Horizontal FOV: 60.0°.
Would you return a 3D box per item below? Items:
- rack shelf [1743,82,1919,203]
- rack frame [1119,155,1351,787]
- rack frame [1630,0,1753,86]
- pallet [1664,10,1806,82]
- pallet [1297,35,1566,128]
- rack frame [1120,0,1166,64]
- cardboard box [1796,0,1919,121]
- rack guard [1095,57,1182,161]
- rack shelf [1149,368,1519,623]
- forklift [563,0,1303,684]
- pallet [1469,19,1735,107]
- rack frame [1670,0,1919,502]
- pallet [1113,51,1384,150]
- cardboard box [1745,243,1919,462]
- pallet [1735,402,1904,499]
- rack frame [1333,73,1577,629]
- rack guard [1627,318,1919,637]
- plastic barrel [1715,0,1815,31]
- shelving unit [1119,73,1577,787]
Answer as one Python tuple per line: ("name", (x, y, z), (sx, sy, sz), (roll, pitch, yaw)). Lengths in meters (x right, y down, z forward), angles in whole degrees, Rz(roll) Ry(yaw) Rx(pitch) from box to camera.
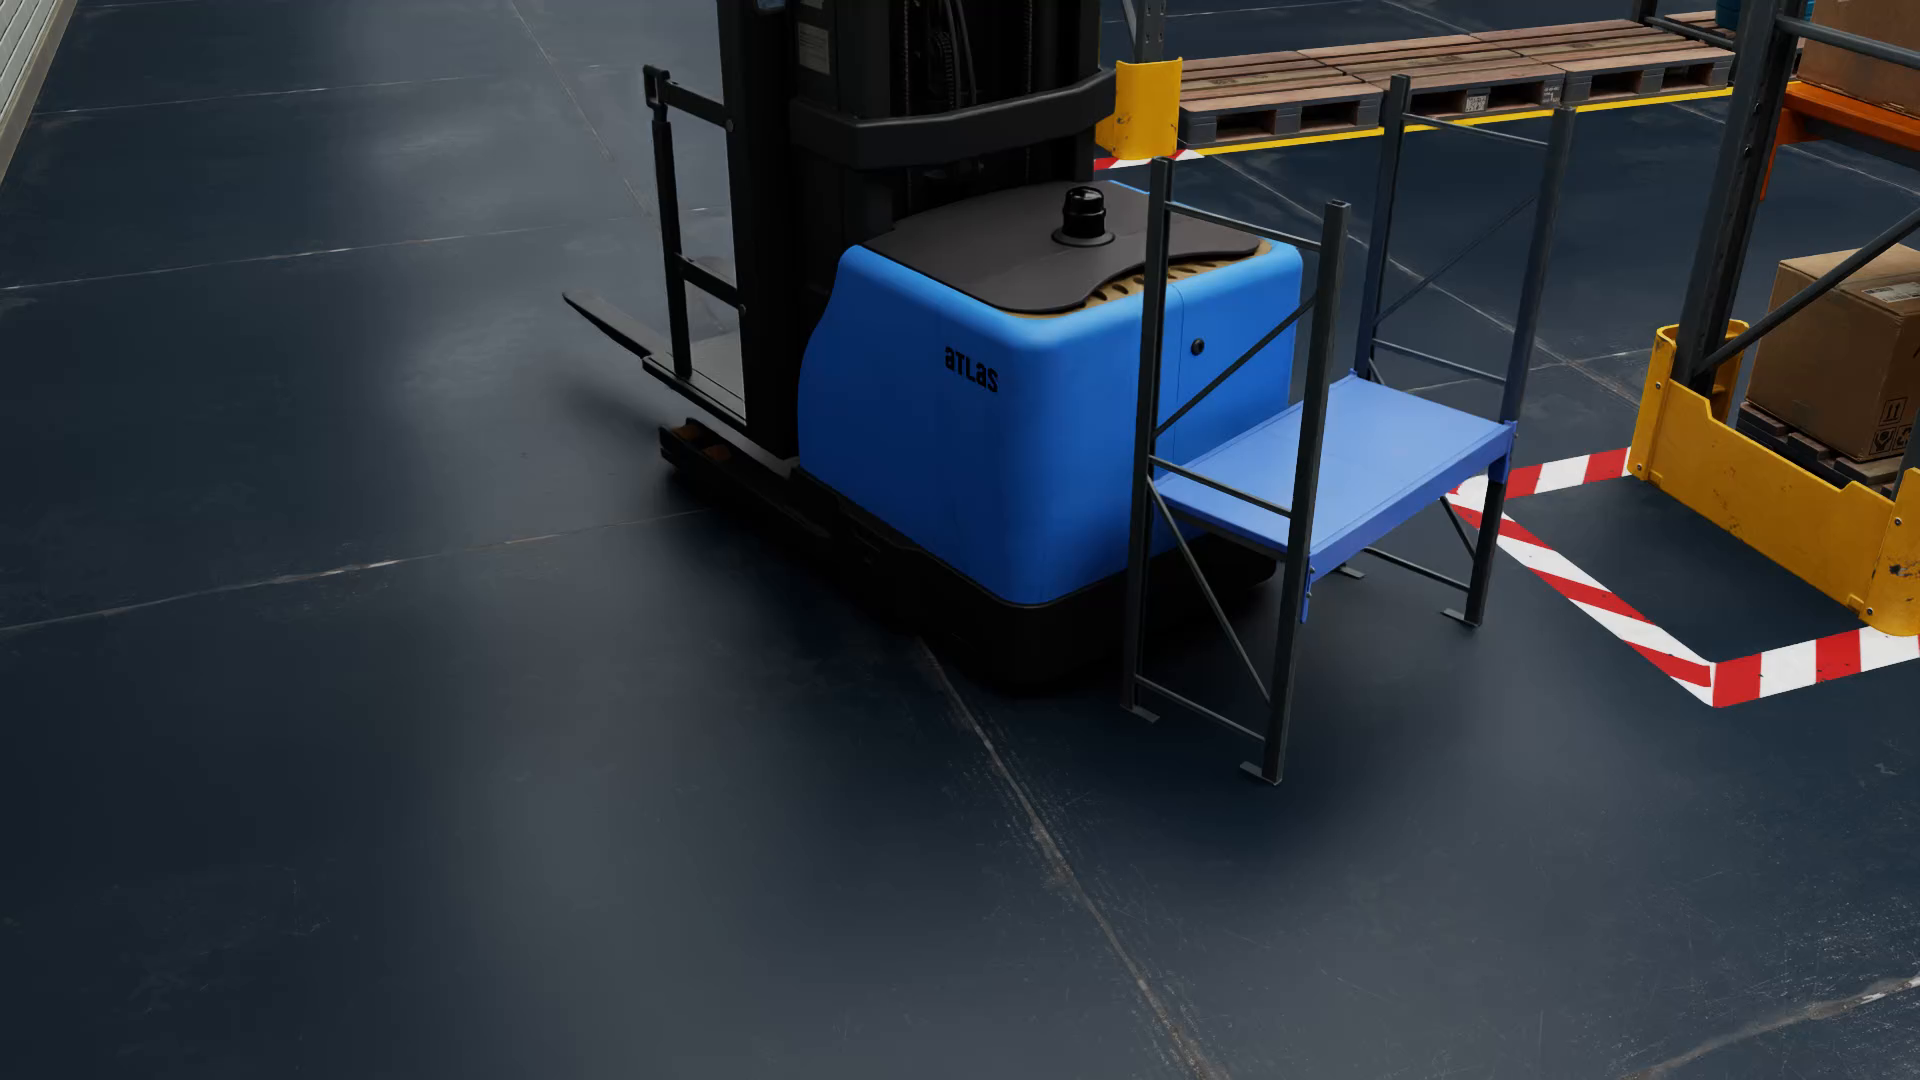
("rack shelf", (4.424, -1.337, 5.293), (4.000, 0.370, 1.077), (-10, 31, -18))
("rack frame", (0.619, -0.123, 3.951), (0.500, 1.500, 0.032), (25, 38, 37))
("rack frame", (4.575, -4.293, 9.756), (0.127, 3.000, 1.000), (-10, 31, -18))
("pallet", (5.313, -3.196, 10.646), (1.213, 0.211, 1.003), (-10, 31, -18))
("pallet", (2.754, -2.724, 9.819), (1.213, 0.211, 1.003), (-10, 31, -18))
("rack frame", (0.826, -3.603, 8.544), (0.127, 3.000, 1.000), (-10, 31, -18))
("cardboard box", (2.875, -1.551, 4.841), (0.500, 0.500, 0.500), (-9, 31, -16))
("rack guard", (0.808, -2.507, 9.145), (0.348, 0.500, 1.175), (-10, 31, -18))
("rack shelf", (0.970, -0.149, 4.360), (0.538, 0.185, 1.000), (25, 38, 37))
("forklift", (-0.358, -1.556, 5.020), (1.130, 2.935, 3.031), (-21, 36, -32))
("pallet", (3.899, -2.937, 10.192), (1.213, 0.211, 1.003), (-10, 31, -18))
("rack frame", (2.550, -1.304, 4.509), (0.127, 3.000, 1.000), (-10, 31, -18))
("pallet", (1.612, -2.516, 9.452), (1.213, 0.211, 1.003), (-10, 31, -18))
("cardboard box", (2.973, -0.617, 5.384), (0.500, 0.500, 0.500), (-10, 31, -18))
("pallet", (3.368, -0.244, 5.465), (1.213, 0.211, 1.003), (-10, 31, -18))
("rack frame", (1.321, -0.487, 4.590), (0.500, 1.500, 0.032), (25, 38, 37))
("rack guard", (2.621, -0.231, 5.151), (0.348, 0.500, 1.175), (-10, 31, -18))
("plastic barrel", (5.091, -3.650, 10.322), (0.708, 0.901, 0.600), (-10, 31, -18))
("shelving unit", (0.970, -0.305, 4.270), (0.538, 1.500, 1.048), (25, 38, 37))
